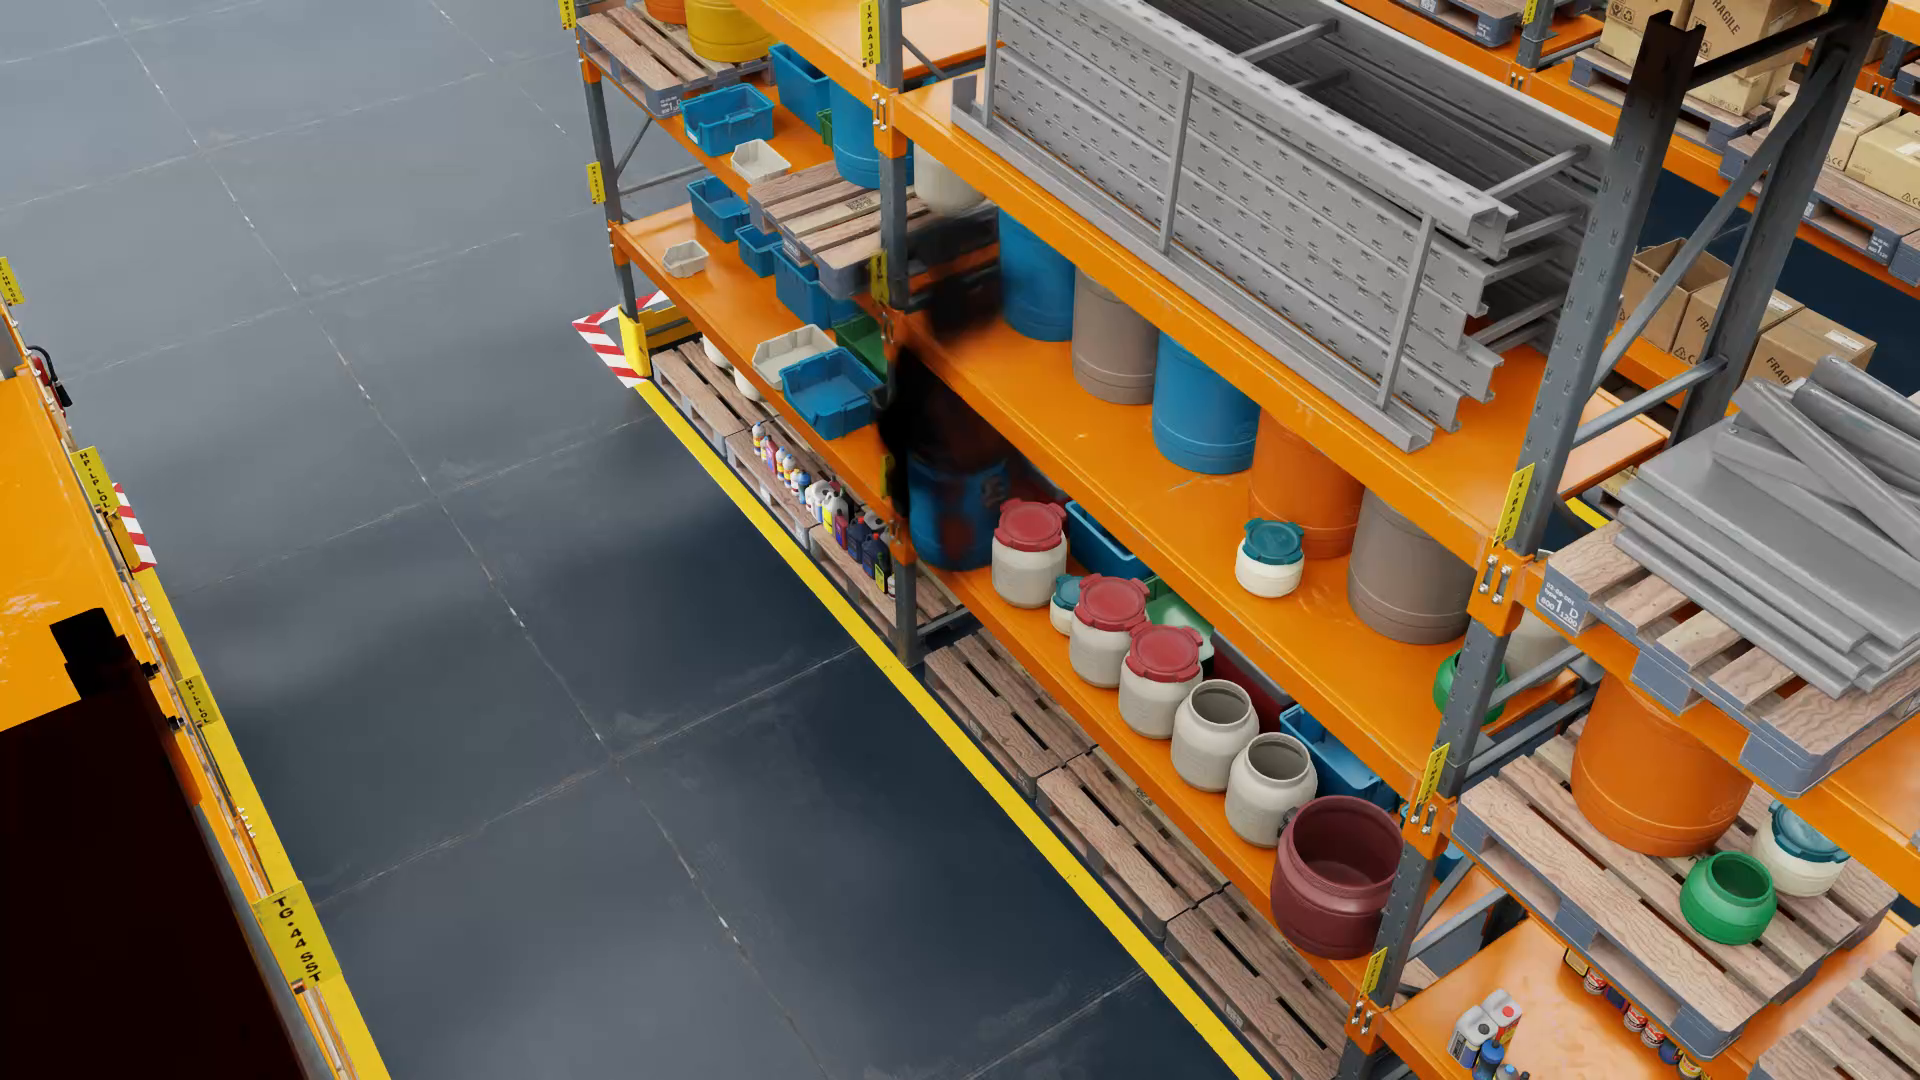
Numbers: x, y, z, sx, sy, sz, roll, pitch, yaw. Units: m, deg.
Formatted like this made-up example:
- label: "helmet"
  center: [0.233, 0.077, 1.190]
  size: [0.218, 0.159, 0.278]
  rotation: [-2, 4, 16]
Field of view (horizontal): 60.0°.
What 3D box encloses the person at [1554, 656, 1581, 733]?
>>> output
- label: "person"
  center: [3.528, 0.917, 9.178]
  size: [0.714, 1.598, 0.692]
  rotation: [28, 50, 27]
